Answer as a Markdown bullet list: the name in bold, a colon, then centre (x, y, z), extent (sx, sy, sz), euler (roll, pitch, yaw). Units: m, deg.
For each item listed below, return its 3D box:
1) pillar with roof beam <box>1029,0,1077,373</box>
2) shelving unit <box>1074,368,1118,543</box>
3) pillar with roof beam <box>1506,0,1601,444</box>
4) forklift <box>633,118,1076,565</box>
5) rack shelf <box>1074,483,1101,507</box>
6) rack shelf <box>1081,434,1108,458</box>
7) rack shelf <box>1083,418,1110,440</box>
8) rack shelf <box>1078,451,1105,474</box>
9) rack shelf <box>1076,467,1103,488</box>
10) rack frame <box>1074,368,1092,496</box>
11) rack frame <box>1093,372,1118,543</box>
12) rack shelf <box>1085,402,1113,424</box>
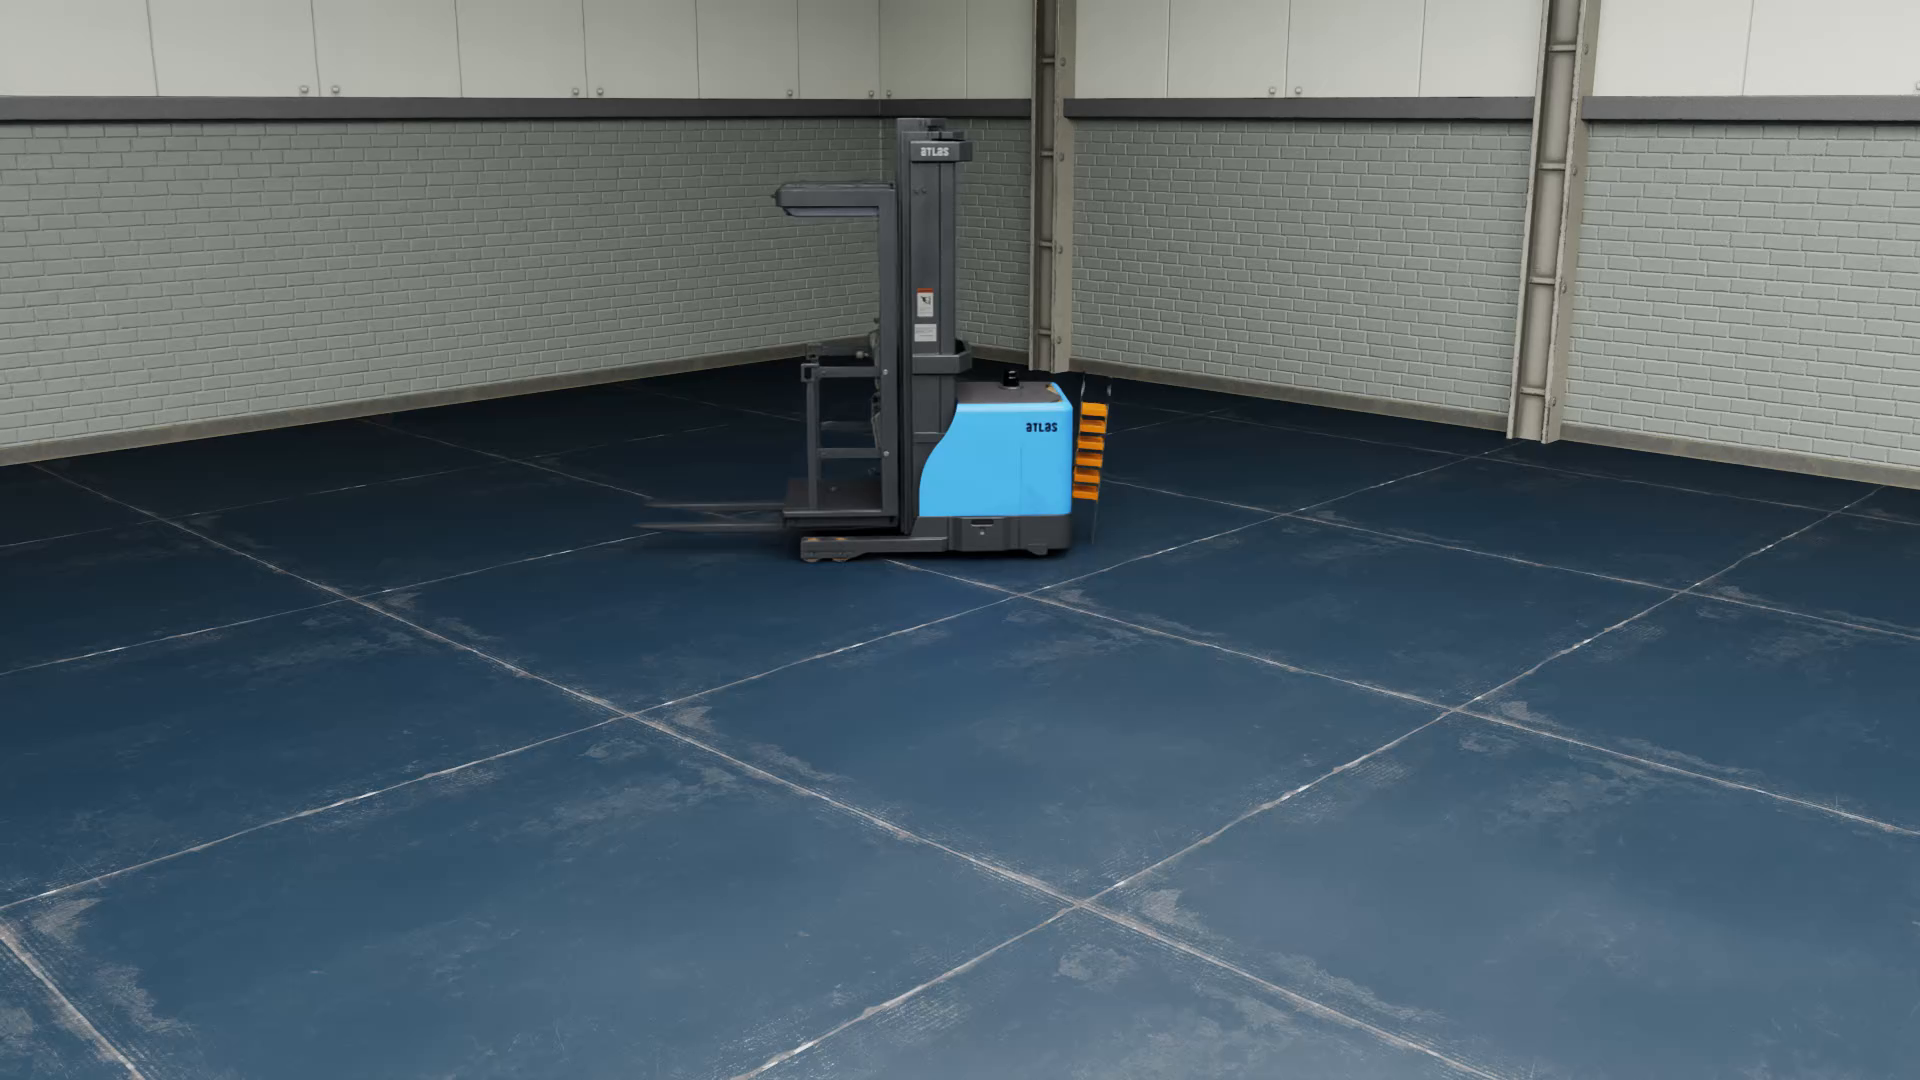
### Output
- **pillar with roof beam**: centre (-1.933, -5.576, 15.483), extent (0.400, 9.000, 9.100), euler (14, 20, 42)
- **shelving unit**: centre (0.942, -0.599, 11.823), extent (0.189, 1.200, 0.258), euler (8, 15, 2)
- **pillar with roof beam**: centre (2.386, -4.525, 11.453), extent (0.400, 9.000, 9.100), euler (14, 20, 42)
- **forklift**: centre (-0.754, -1.389, 11.451), extent (3.031, 2.935, 1.130), euler (-2, 15, -7)
- **rack shelf**: centre (0.908, -0.327, 11.896), extent (0.180, 0.103, 0.258), euler (8, 15, 2)
- **rack shelf**: centre (0.951, -0.672, 11.803), extent (0.180, 0.103, 0.258), euler (8, 15, 2)
- **rack shelf**: centre (0.966, -0.787, 11.772), extent (0.180, 0.103, 0.258), euler (8, 15, 2)
- **rack shelf**: centre (0.937, -0.557, 11.834), extent (0.180, 0.103, 0.258), euler (8, 15, 2)
- **rack shelf**: centre (0.923, -0.442, 11.865), extent (0.180, 0.103, 0.258), euler (8, 15, 2)
- **rack frame**: centre (0.852, -0.611, 11.826), extent (0.006, 1.200, 0.240), euler (8, 15, 2)
- **rack frame**: centre (1.033, -0.587, 11.820), extent (0.006, 1.200, 0.240), euler (8, 15, 2)
- **rack shelf**: centre (0.980, -0.902, 11.741), extent (0.180, 0.103, 0.258), euler (8, 15, 2)
